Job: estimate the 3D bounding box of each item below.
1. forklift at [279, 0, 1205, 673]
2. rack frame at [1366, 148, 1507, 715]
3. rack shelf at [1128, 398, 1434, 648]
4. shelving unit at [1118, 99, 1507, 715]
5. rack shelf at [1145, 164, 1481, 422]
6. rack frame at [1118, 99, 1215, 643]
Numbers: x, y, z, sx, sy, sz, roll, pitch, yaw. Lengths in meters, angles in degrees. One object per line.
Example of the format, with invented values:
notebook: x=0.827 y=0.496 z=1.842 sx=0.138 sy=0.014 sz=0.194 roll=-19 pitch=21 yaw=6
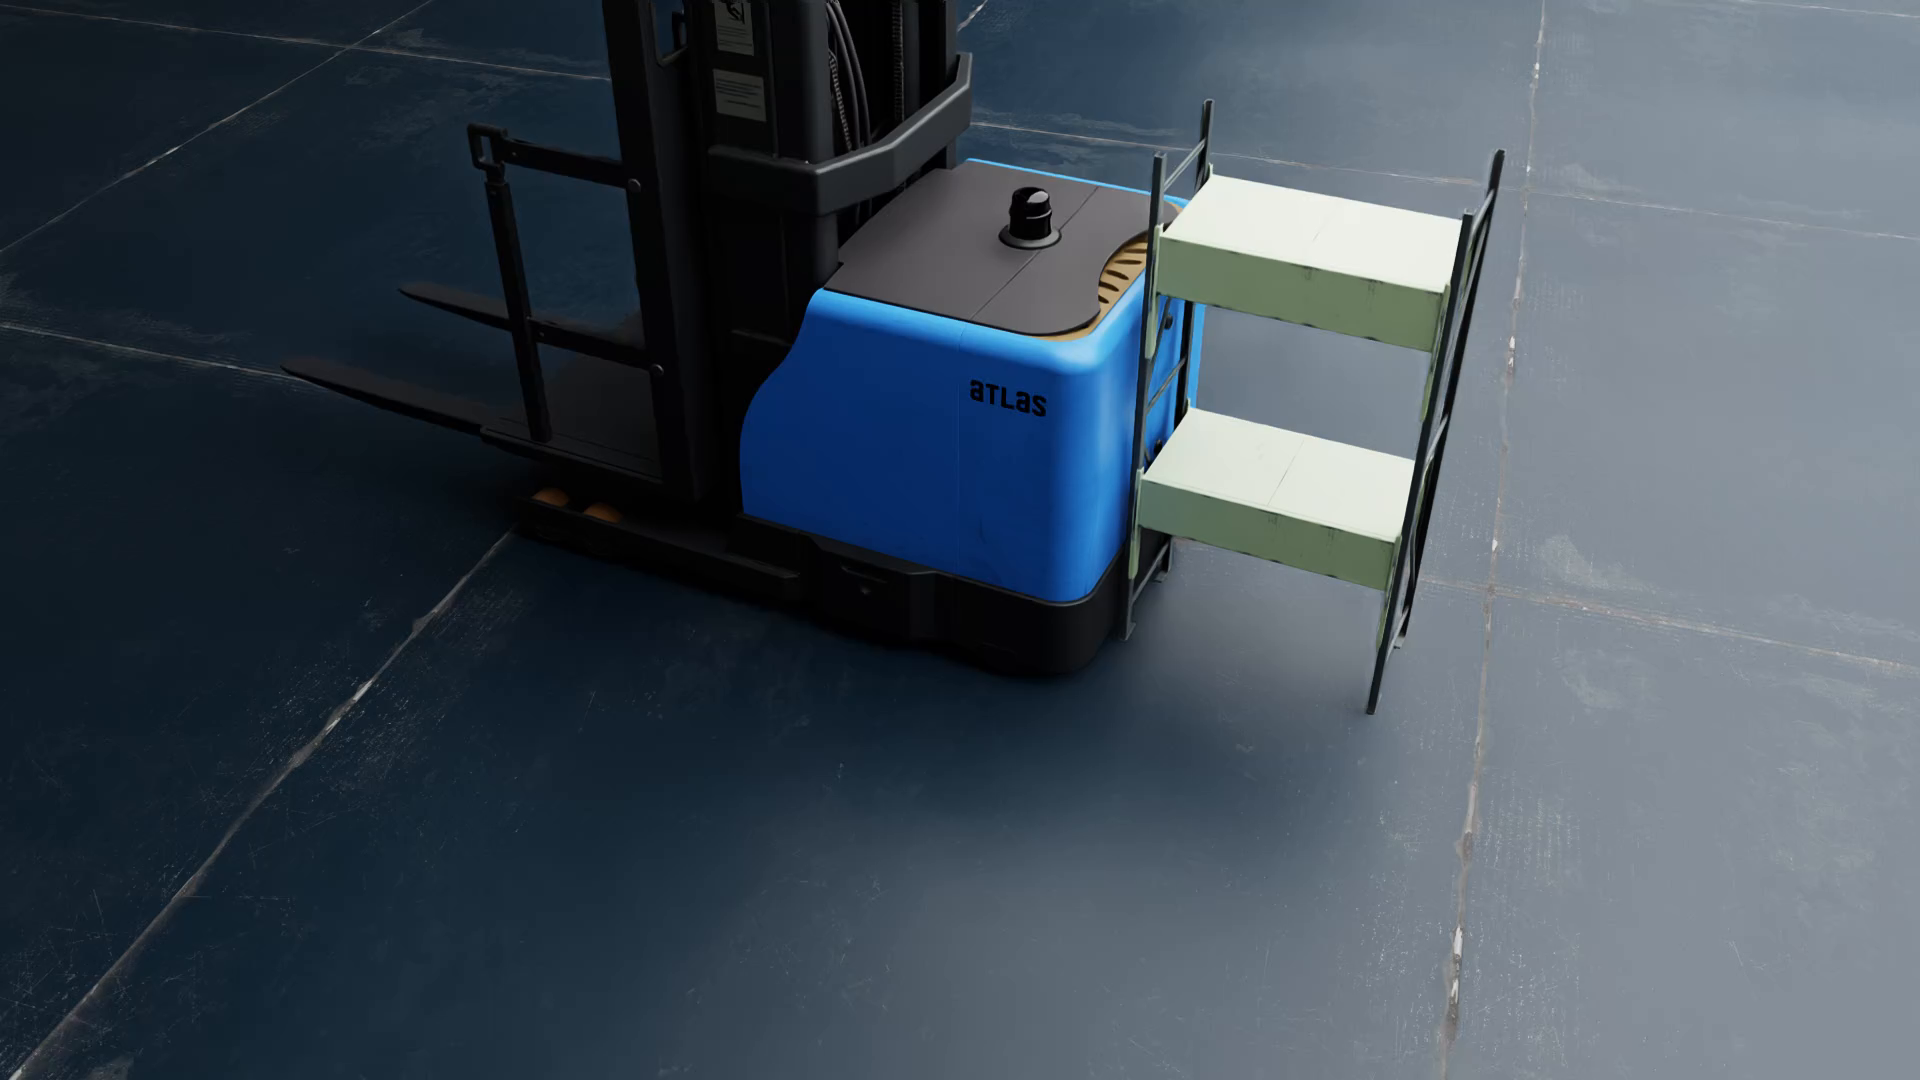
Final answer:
forklift: x=-0.821 y=-1.396 z=4.674 sx=3.031 sy=2.935 sz=1.130 roll=16 pitch=39 yaw=20
rack frame: x=1.218 y=-0.229 z=4.296 sx=0.023 sy=1.500 sz=0.400 roll=16 pitch=39 yaw=20
rack shelf: x=0.887 y=-0.059 z=4.615 sx=0.720 sy=0.370 sz=0.431 roll=16 pitch=39 yaw=20
shelving unit: x=0.887 y=-0.322 z=4.422 sx=0.755 sy=1.500 sz=0.431 roll=16 pitch=39 yaw=20
rack shelf: x=0.887 y=-0.636 z=4.190 sx=0.720 sy=0.370 sz=0.431 roll=16 pitch=39 yaw=20
rack frame: x=0.556 y=-0.414 z=4.548 sx=0.023 sy=1.500 sz=0.400 roll=16 pitch=39 yaw=20
